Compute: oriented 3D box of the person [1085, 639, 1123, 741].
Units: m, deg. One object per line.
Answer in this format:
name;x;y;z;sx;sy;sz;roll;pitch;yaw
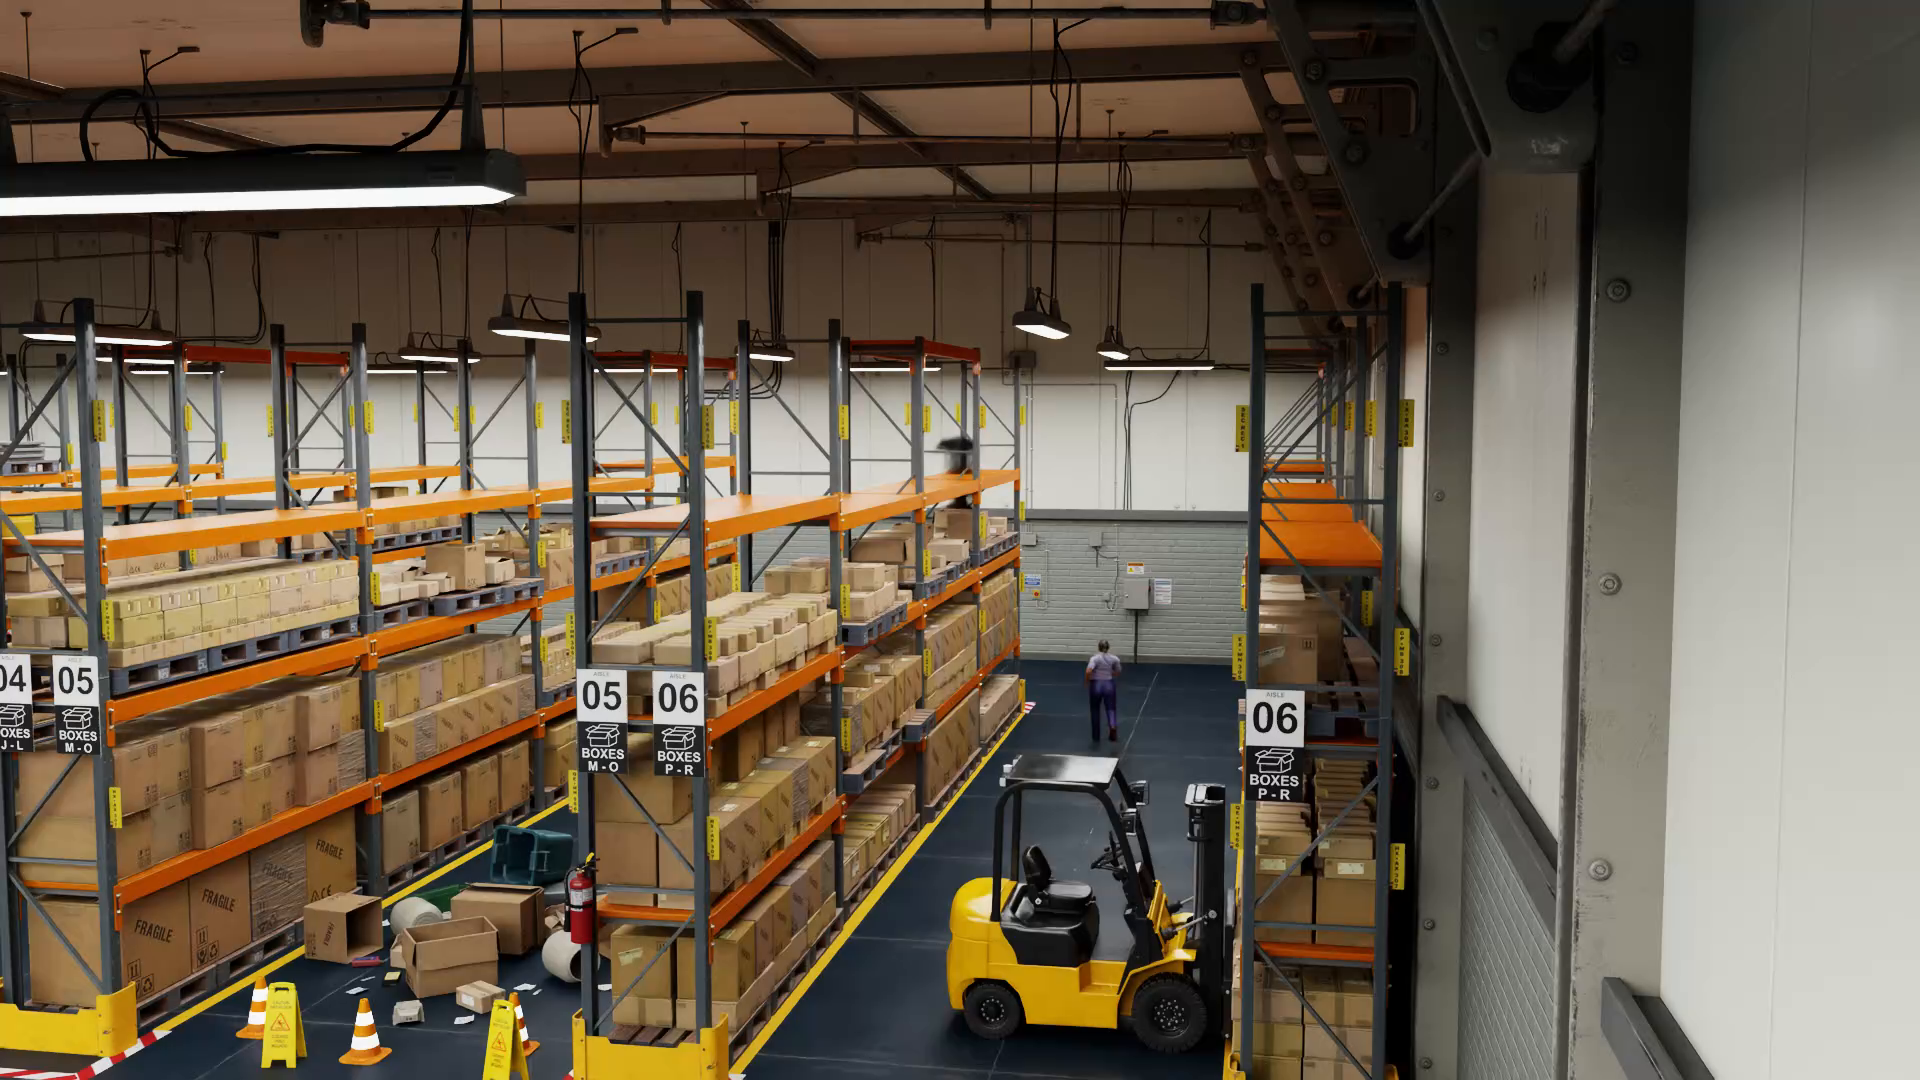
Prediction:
person;2.186;2.307;25.428;0.614;1.611;0.861;0;5;-5
